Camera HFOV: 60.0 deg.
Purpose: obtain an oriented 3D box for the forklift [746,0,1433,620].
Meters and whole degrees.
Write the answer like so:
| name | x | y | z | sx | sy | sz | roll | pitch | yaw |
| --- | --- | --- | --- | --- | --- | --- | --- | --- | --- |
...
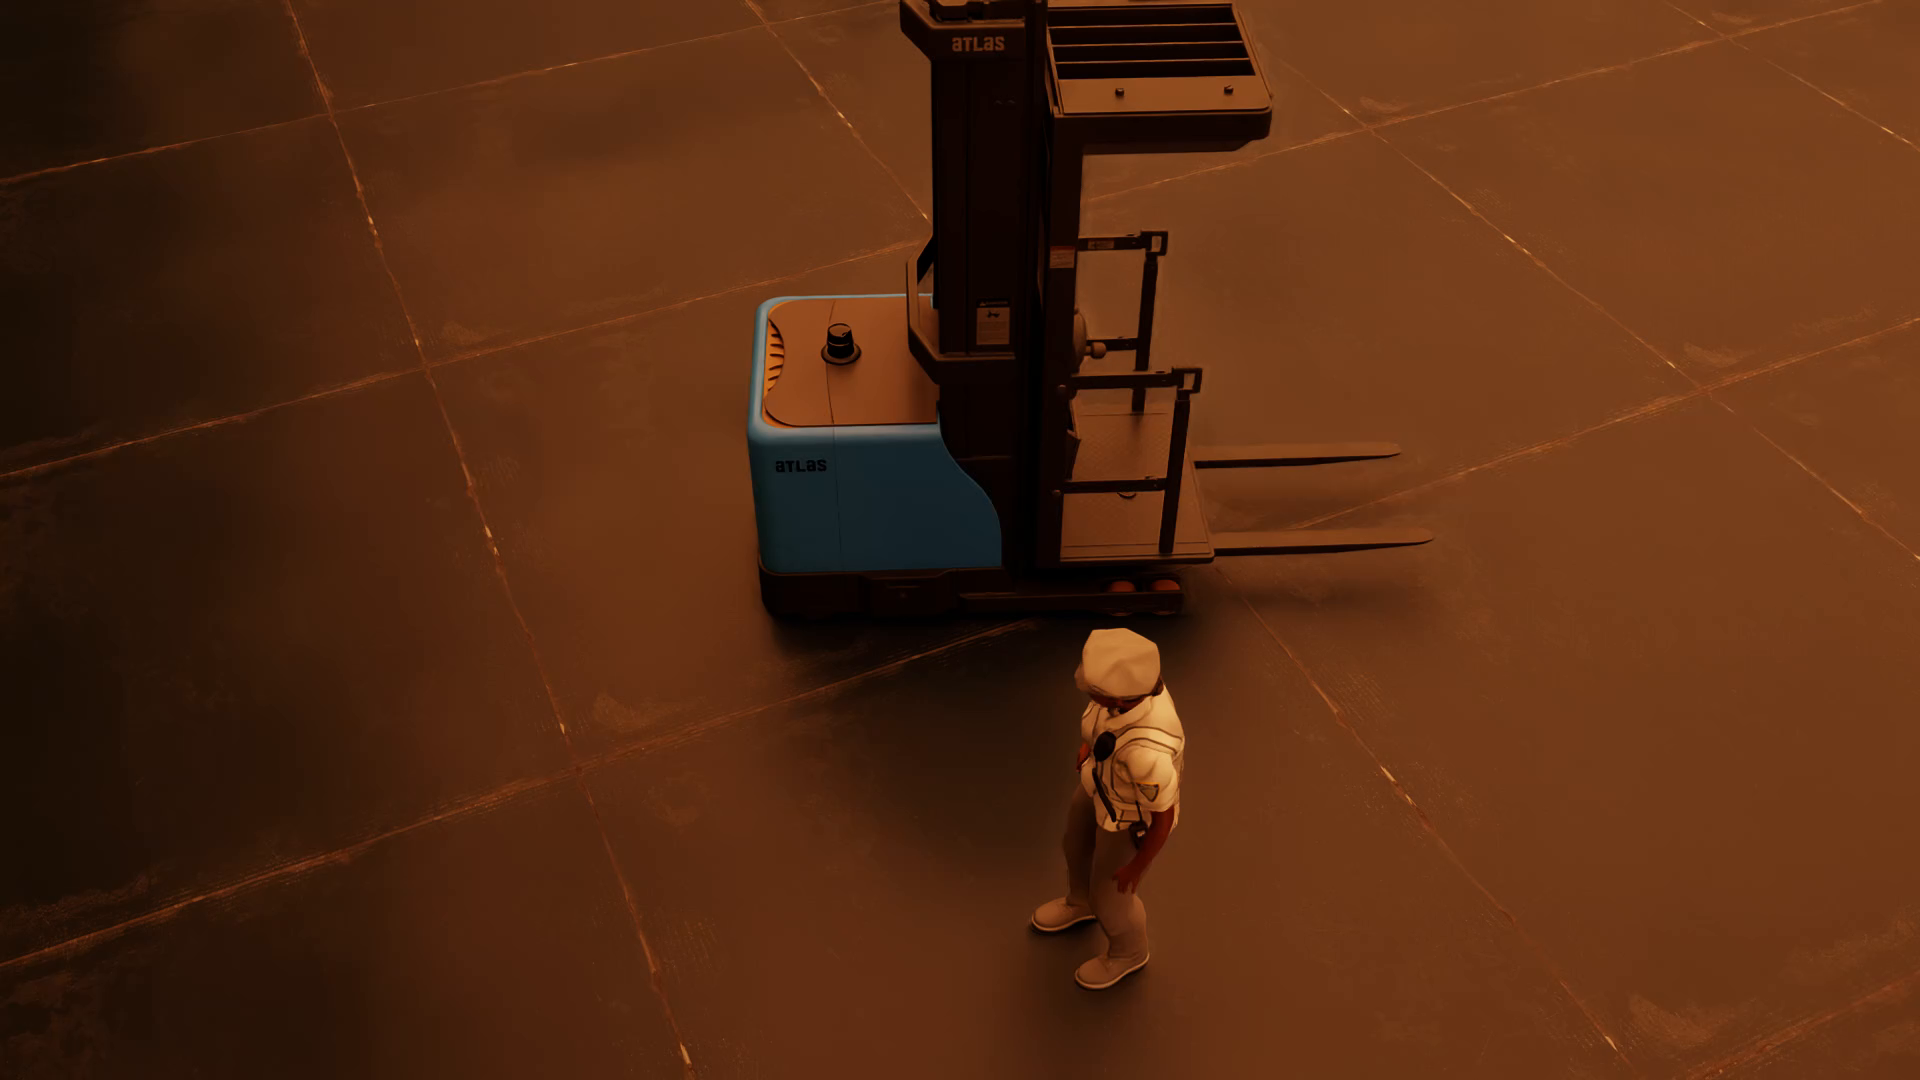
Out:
| name | x | y | z | sx | sy | sz | roll | pitch | yaw |
| --- | --- | --- | --- | --- | --- | --- | --- | --- | --- |
| forklift | 0.610 | -1.090 | 6.848 | 3.031 | 2.935 | 1.130 | -2 | 43 | -2 |

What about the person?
| name | x | y | z | sx | sy | sz | roll | pitch | yaw |
| --- | --- | --- | --- | --- | --- | --- | --- | --- | --- |
| person | 0.514 | 0.911 | 5.642 | 0.422 | 1.654 | 0.587 | -10 | 44 | -11 |
